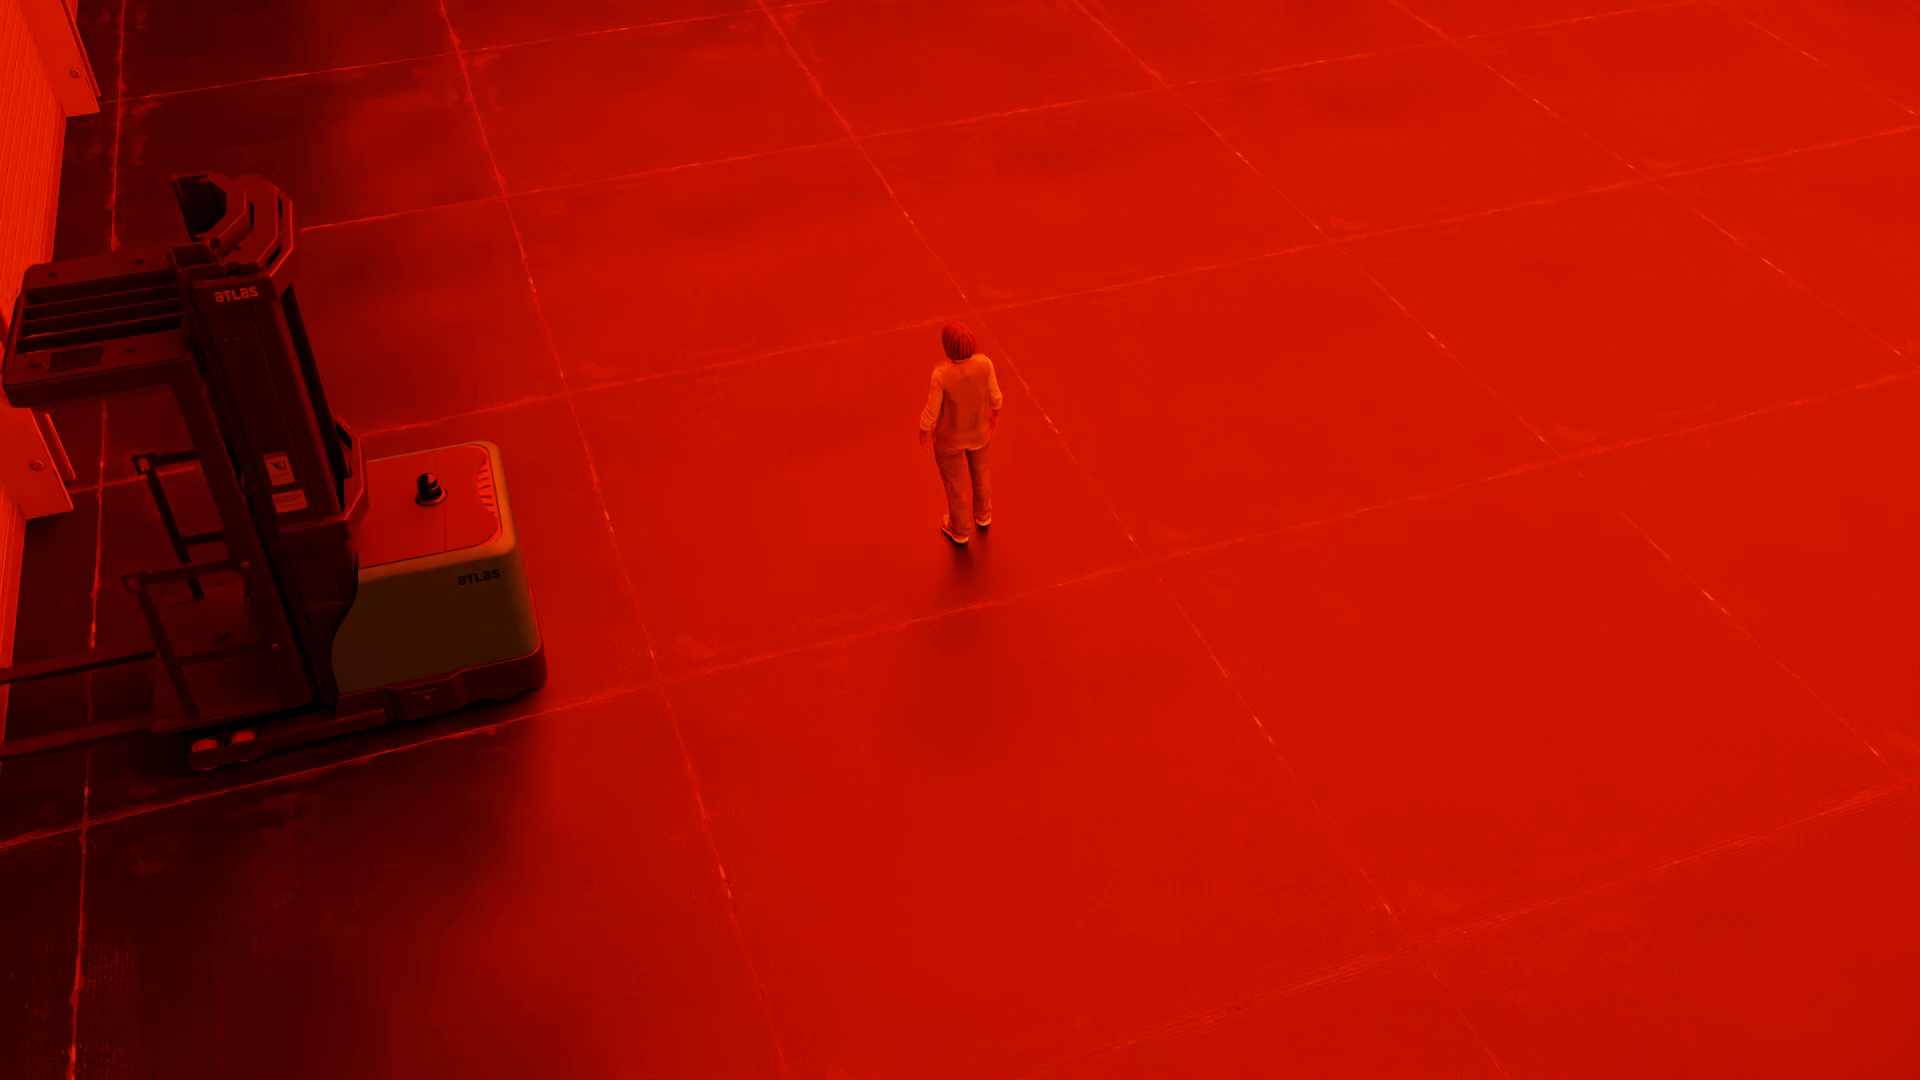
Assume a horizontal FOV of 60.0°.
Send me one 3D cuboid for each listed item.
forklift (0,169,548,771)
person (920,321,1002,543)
[{"bbox_3d":[-3.872,-0.287,8.338,3.031,2.935,1.130,-12,41,-14],"label":"forklift"},{"bbox_3d":[-0.013,-0.665,9.815,0.521,1.599,0.473,-13,42,-15],"label":"person"}]
